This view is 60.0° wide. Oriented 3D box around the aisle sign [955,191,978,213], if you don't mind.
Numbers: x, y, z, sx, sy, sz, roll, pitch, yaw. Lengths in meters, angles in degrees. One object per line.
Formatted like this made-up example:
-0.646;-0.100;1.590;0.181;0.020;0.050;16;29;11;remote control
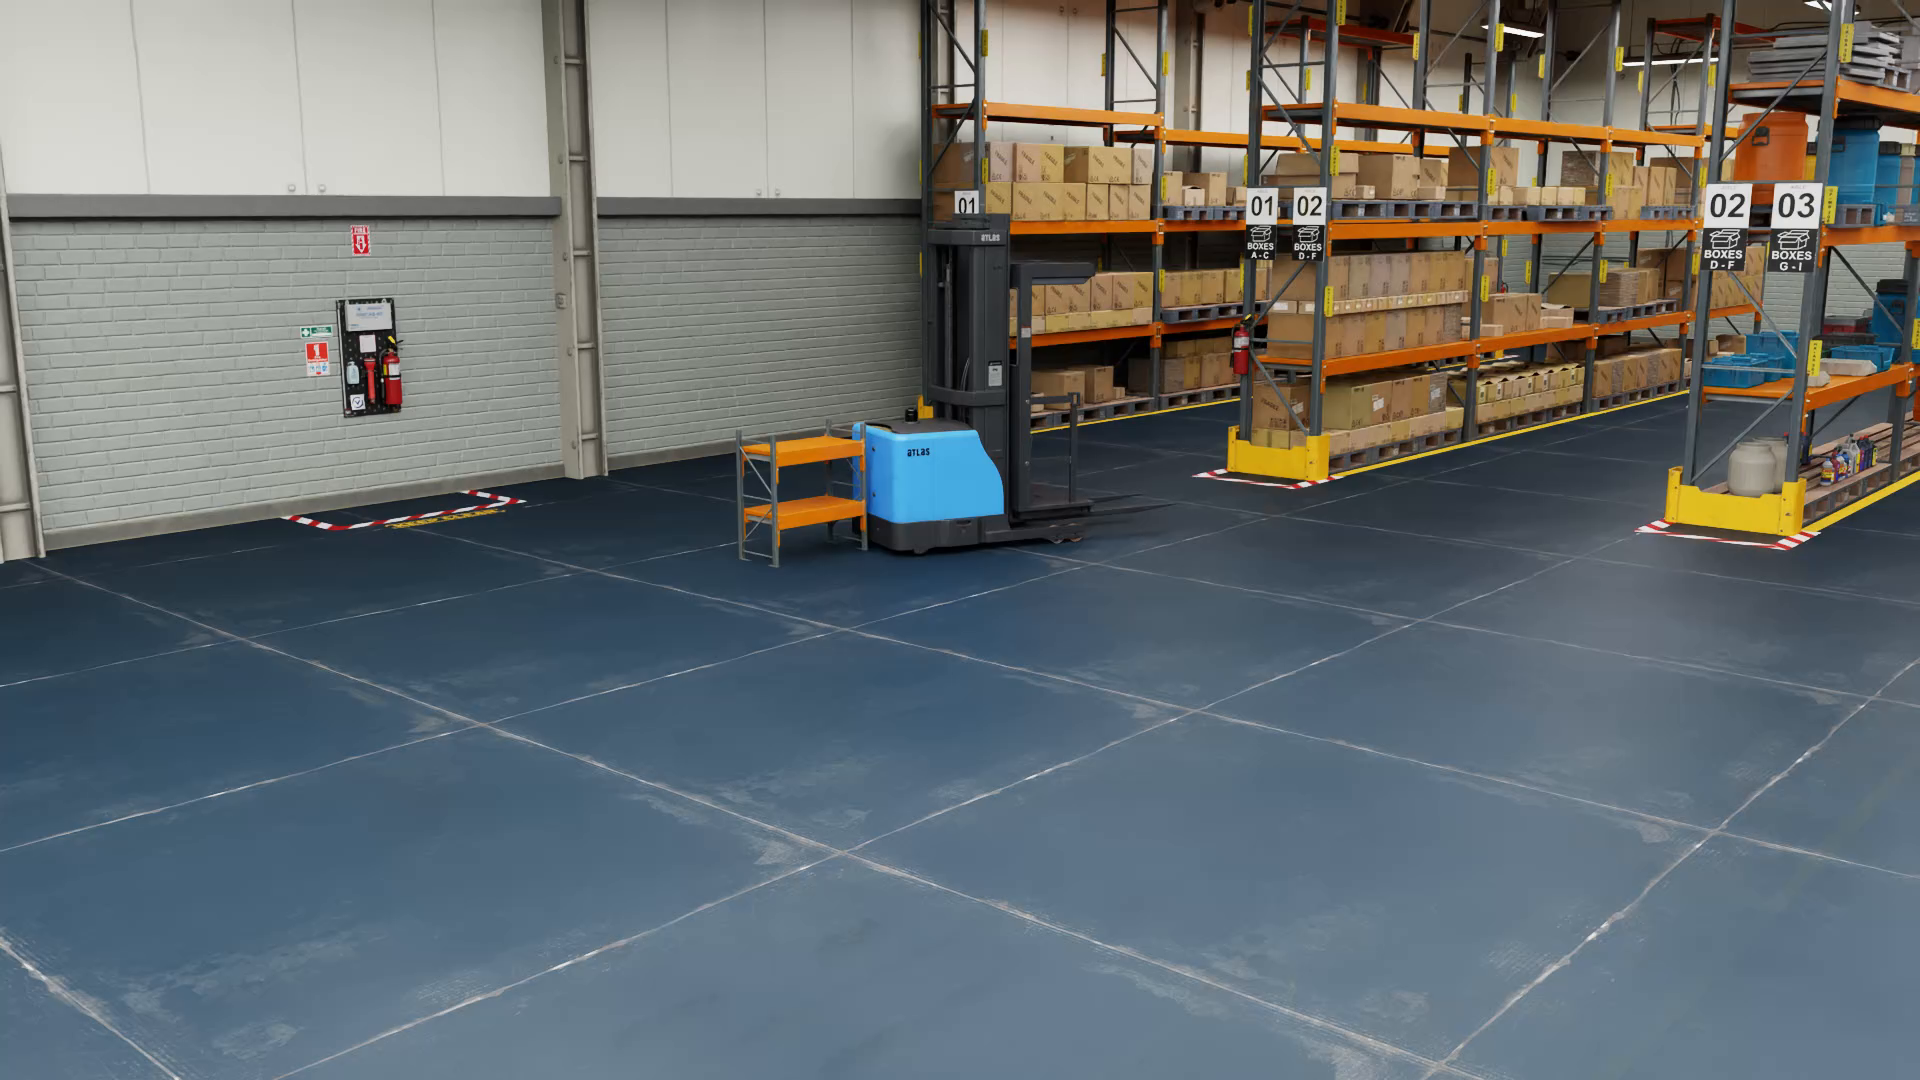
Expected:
0.086;-4.091;21.400;0.394;0.787;0.004;10;15;40;aisle sign

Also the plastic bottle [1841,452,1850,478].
9.207;-0.784;17.322;0.097;0.271;0.097;0;11;0;plastic bottle

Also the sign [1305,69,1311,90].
5.603;-7.413;26.764;0.100;0.325;0.005;10;15;40;sign

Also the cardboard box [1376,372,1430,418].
5.464;-1.797;20.585;0.500;0.500;0.500;10;15;40;cardboard box

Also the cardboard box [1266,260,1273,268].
4.984;-4.571;27.405;0.380;0.149;0.250;7;14;33;cardboard box

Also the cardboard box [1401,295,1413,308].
5.241;-2.888;20.101;0.380;0.149;0.250;10;15;42;cardboard box

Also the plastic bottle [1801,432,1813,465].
9.254;-1.007;18.233;0.144;0.351;0.185;10;15;40;plastic bottle

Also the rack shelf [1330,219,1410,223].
6.509;-5.455;29.045;1.077;0.370;4.000;10;15;40;rack shelf

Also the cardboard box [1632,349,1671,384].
11.110;-2.800;26.832;0.500;0.500;0.500;10;15;41;cardboard box

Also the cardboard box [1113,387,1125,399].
2.218;-2.198;24.670;0.380;0.166;0.250;7;14;33;cardboard box

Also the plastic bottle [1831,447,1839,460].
9.251;-0.840;17.570;0.061;0.283;0.133;10;15;40;plastic bottle

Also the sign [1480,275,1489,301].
6.690;-3.206;21.194;0.100;0.325;0.005;10;15;40;sign

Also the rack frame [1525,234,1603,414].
8.912;-3.403;24.591;1.000;3.000;0.127;10;15;40;rack frame

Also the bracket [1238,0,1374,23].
5.922;-9.065;28.431;0.076;0.066;4.783;10;15;40;bracket

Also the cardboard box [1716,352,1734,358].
13.370;-3.200;29.470;0.500;0.250;0.500;10;15;40;cardboard box

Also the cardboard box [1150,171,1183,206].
2.969;-5.251;24.855;0.500;0.500;0.500;-9;15;-39;cardboard box

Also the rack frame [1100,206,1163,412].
2.548;-3.455;24.849;1.000;3.000;0.127;10;15;40;rack frame

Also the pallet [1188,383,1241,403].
3.866;-2.382;26.599;1.003;0.211;1.213;10;15;40;pallet

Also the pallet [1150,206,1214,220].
3.036;-4.910;24.959;1.213;0.211;1.003;10;15;40;pallet

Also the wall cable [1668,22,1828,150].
16.504;-9.552;35.094;3.097;2.526;0.112;10;15;40;wall cable

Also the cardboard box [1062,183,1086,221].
1.375;-4.646;22.847;0.500;0.500;0.500;11;16;44;cardboard box

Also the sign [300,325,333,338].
-6.333;-2.048;16.364;0.001;0.109;0.331;10;15;40;sign

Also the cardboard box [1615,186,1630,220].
9.512;-5.067;25.006;0.910;0.500;0.500;10;15;40;cardboard box

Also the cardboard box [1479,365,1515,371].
7.667;-2.343;23.802;0.500;0.311;0.500;9;15;39;cardboard box

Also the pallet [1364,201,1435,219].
4.923;-3.935;19.820;1.003;0.211;1.213;10;15;40;pallet

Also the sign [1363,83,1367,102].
7.429;-8.185;30.424;0.100;0.325;0.005;10;15;40;sign

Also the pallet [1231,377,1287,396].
4.672;-2.561;27.494;1.003;0.211;1.213;10;15;40;pallet

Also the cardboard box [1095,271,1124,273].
2.081;-3.716;24.577;0.500;0.500;0.500;9;15;39;cardboard box

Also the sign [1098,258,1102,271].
2.129;-4.094;25.092;0.100;0.325;0.005;10;15;40;sign

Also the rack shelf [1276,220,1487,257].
4.952;-3.639;19.948;1.077;0.370;4.000;10;15;40;rack shelf

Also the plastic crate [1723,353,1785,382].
7.888;-1.719;16.541;0.499;0.251;0.408;10;15;40;plastic crate

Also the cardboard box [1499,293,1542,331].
7.817;-3.203;23.335;0.500;0.500;0.500;9;14;37;cardboard box

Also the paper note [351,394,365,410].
-6.069;-1.390;16.763;0.016;0.148;0.142;10;15;40;paper note

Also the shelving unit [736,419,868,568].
-1.367;-0.425;14.468;0.538;1.125;1.048;11;16;43;shelving unit

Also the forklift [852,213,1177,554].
0.564;-1.493;15.201;3.031;2.935;1.130;-6;13;-26;forklift

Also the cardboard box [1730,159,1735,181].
13.223;-6.363;28.943;0.700;0.500;0.500;10;15;40;cardboard box

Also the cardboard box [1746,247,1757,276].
13.773;-4.944;29.498;0.500;0.500;0.500;10;15;42;cardboard box

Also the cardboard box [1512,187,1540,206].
7.580;-4.691;22.693;0.500;0.250;0.500;8;14;36;cardboard box

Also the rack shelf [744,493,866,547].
-1.367;-0.185;14.515;0.538;0.278;1.000;11;16;43;rack shelf

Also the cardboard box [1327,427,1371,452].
4.480;-1.208;19.548;0.500;0.250;0.500;10;15;40;cardboard box

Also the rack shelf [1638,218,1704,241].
12.873;-5.404;28.788;1.077;0.370;4.000;10;15;40;rack shelf

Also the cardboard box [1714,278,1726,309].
12.761;-4.229;28.473;0.500;0.500;0.500;10;15;40;cardboard box

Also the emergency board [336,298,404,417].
-5.900;-1.839;16.762;0.194;1.169;0.643;10;15;40;emergency board

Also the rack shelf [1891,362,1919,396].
11.310;-2.115;19.979;1.077;0.370;4.000;10;15;40;rack shelf

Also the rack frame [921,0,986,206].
-0.092;-5.808;21.315;1.000;3.000;0.127;10;15;40;rack frame

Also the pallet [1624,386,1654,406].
10.239;-2.319;26.284;1.003;0.211;1.213;10;15;40;pallet

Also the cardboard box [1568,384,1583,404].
8.748;-2.152;24.274;0.500;0.250;0.500;10;15;42;cardboard box

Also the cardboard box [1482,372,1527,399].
7.407;-2.125;22.709;0.500;0.311;0.500;9;14;38;cardboard box

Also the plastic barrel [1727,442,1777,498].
7.727;-0.678;16.226;0.421;0.512;0.421;0;11;0;plastic barrel

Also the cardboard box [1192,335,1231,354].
3.994;-3.136;26.598;0.500;0.250;0.500;10;15;40;cardboard box

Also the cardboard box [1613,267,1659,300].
11.072;-4.206;27.283;0.700;0.500;0.500;4;12;21;cardboard box

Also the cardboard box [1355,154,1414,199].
4.933;-4.230;19.386;0.500;0.500;0.500;10;15;40;cardboard box

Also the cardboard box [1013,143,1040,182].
0.714;-4.979;21.962;0.500;0.500;0.500;10;15;40;cardboard box

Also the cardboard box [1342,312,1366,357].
4.292;-2.420;19.414;0.700;0.500;0.500;10;15;42;cardboard box

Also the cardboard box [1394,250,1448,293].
5.651;-3.359;20.804;0.700;0.500;0.500;10;15;40;cardboard box
